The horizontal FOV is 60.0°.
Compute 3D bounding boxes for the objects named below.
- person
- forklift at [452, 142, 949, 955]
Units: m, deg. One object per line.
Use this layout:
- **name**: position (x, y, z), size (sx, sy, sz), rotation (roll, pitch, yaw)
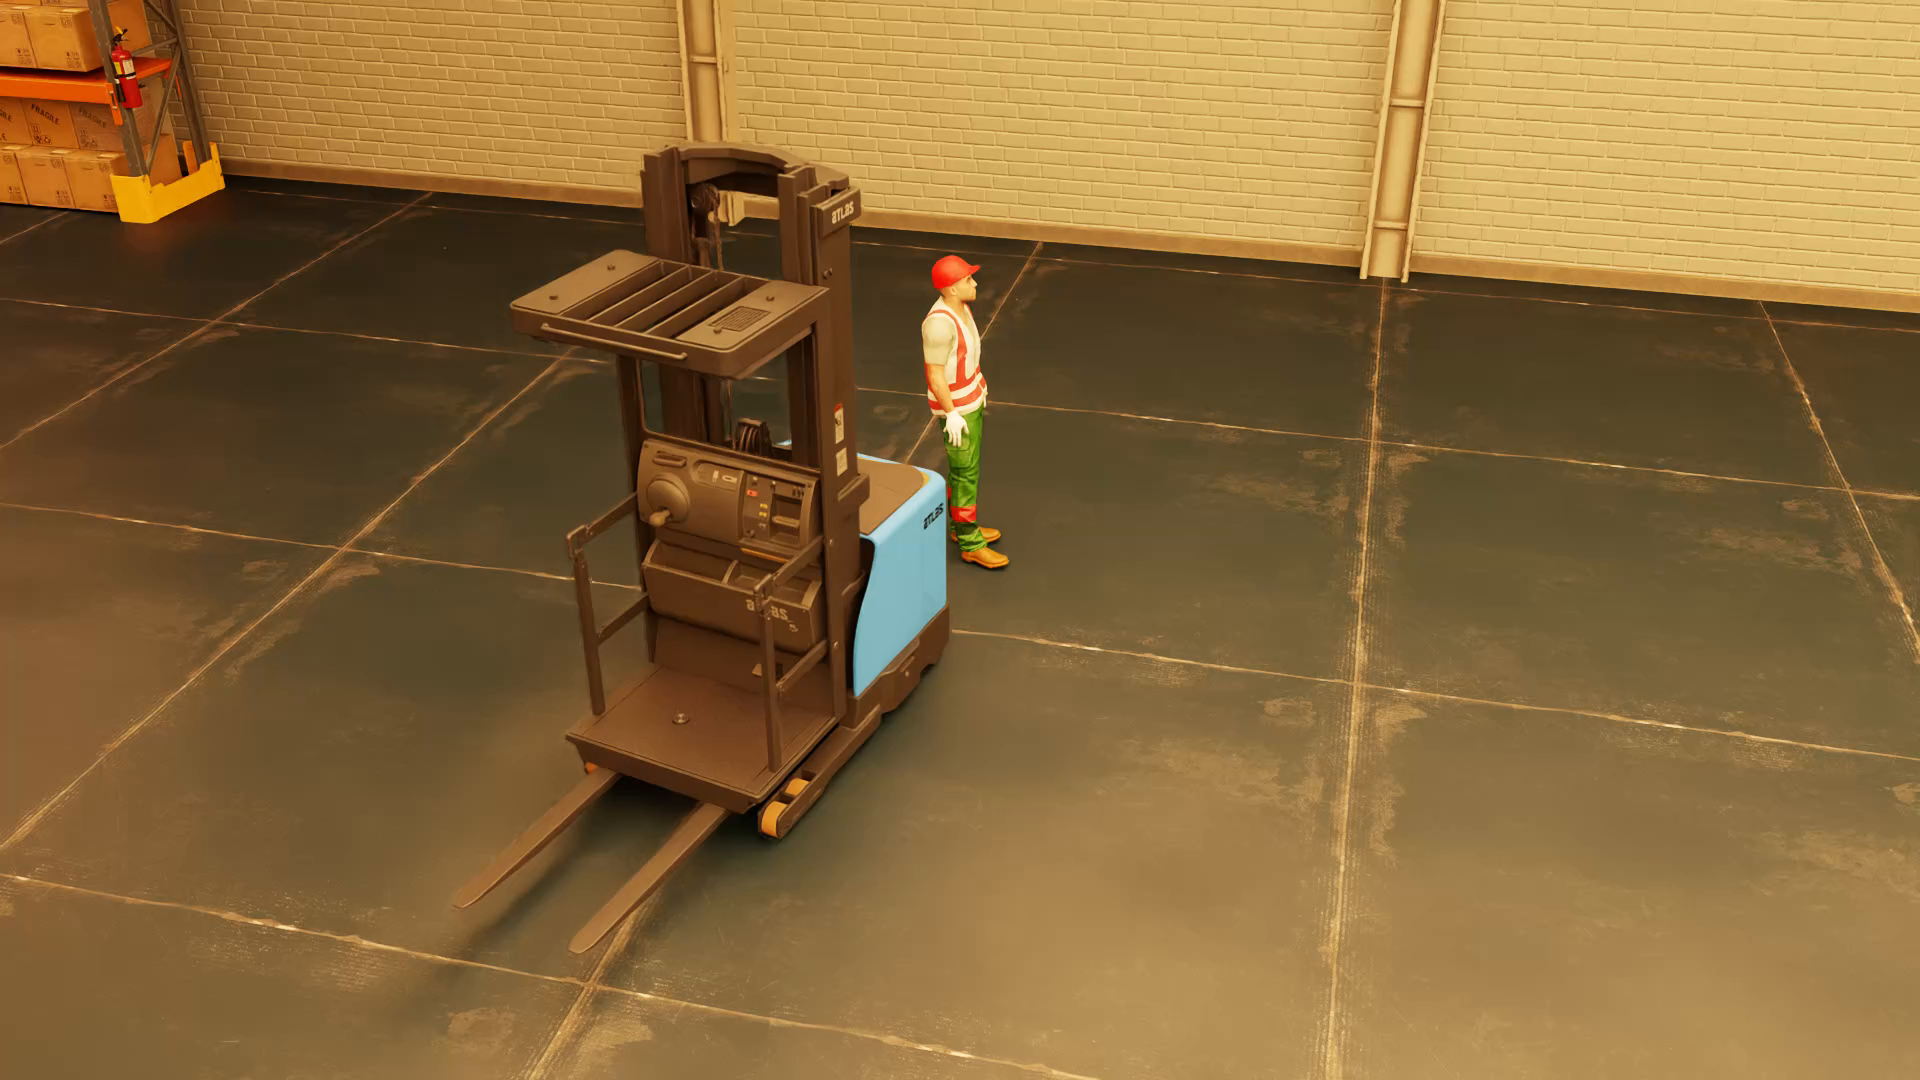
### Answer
- **person**: position (0.076, -0.770, 9.673), size (0.562, 1.789, 0.638), rotation (7, 30, 12)
- **forklift**: position (-1.166, -0.145, 7.426), size (1.130, 2.935, 3.031), rotation (14, 32, 23)
